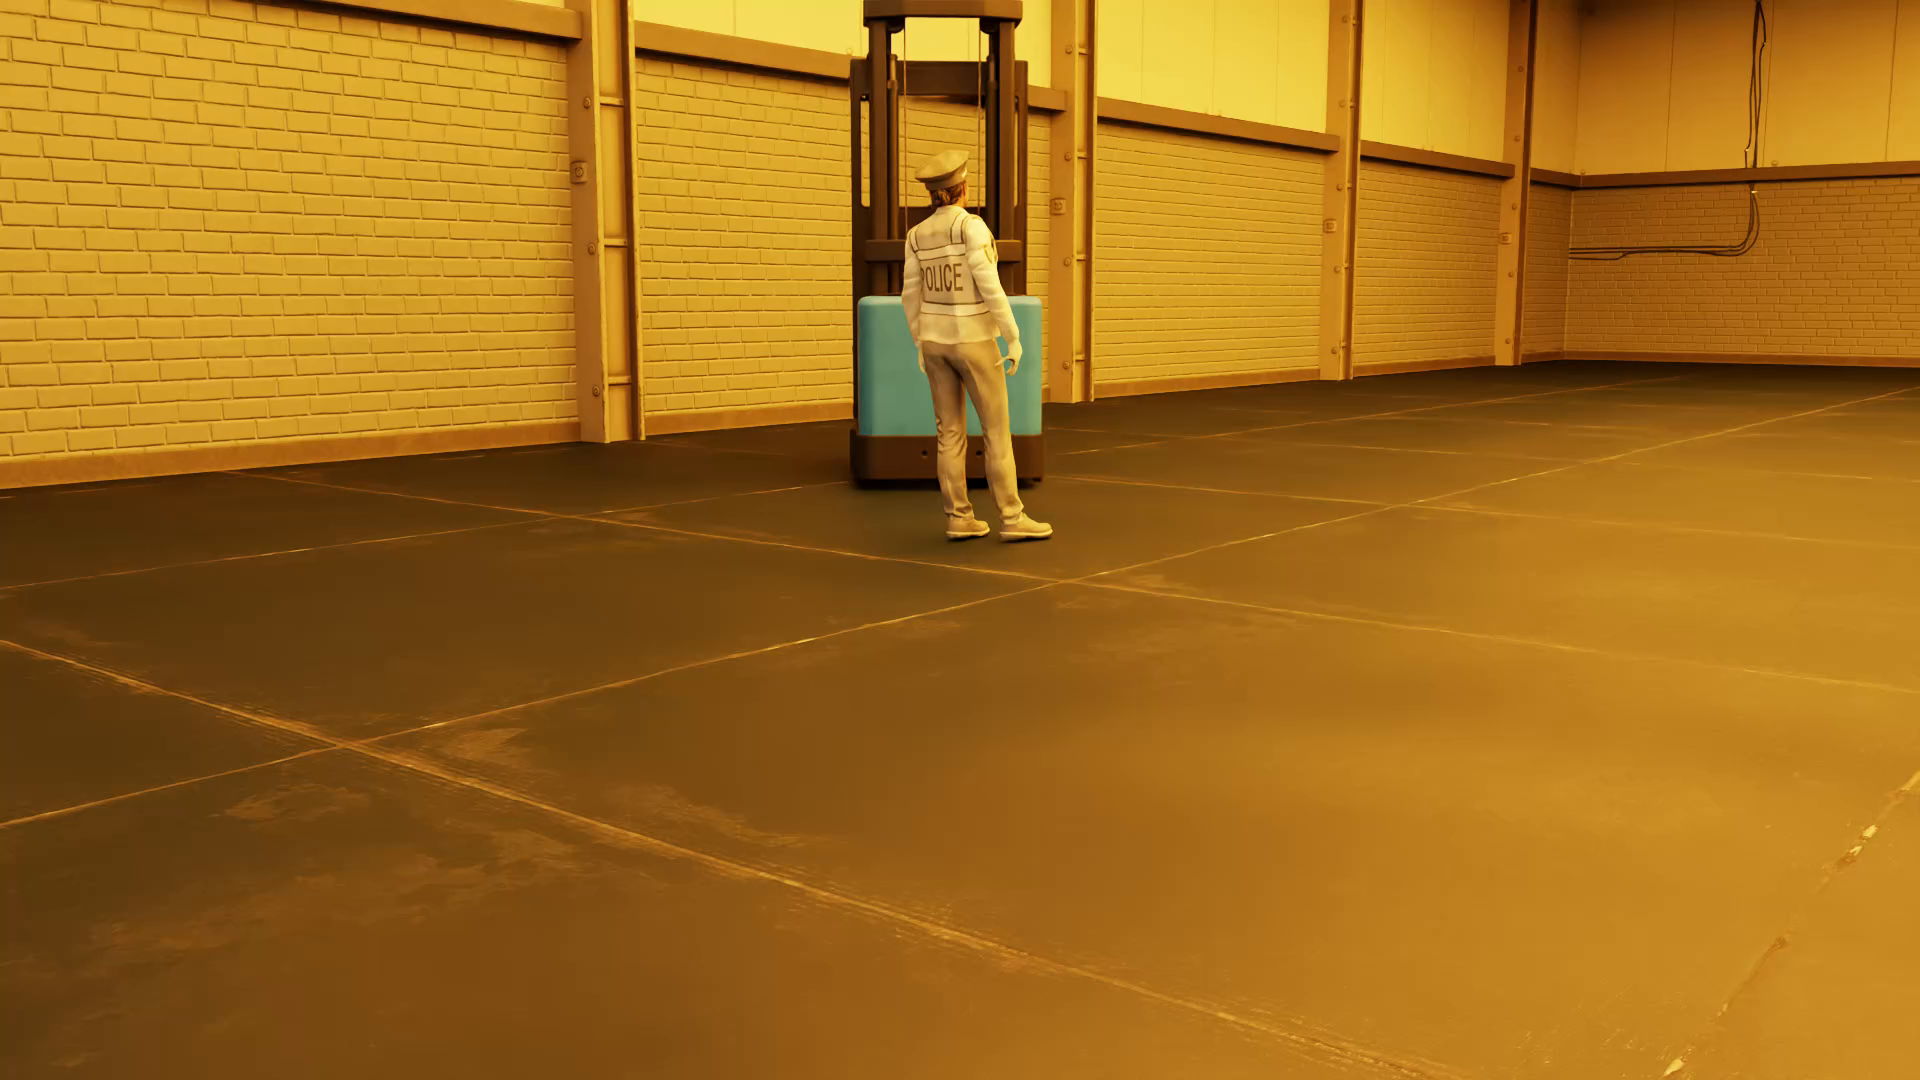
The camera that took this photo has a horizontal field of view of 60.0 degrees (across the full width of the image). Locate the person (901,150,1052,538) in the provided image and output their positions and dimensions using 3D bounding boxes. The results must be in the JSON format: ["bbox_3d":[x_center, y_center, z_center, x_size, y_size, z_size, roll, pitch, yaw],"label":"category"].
[{"bbox_3d":[0.047,-0.853,7.329,0.587,1.696,0.534,7,11,38],"label":"person"}]

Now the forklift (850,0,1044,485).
[{"bbox_3d":[-0.144,-1.938,10.526,1.130,2.935,3.031,-1,8,-4],"label":"forklift"}]
